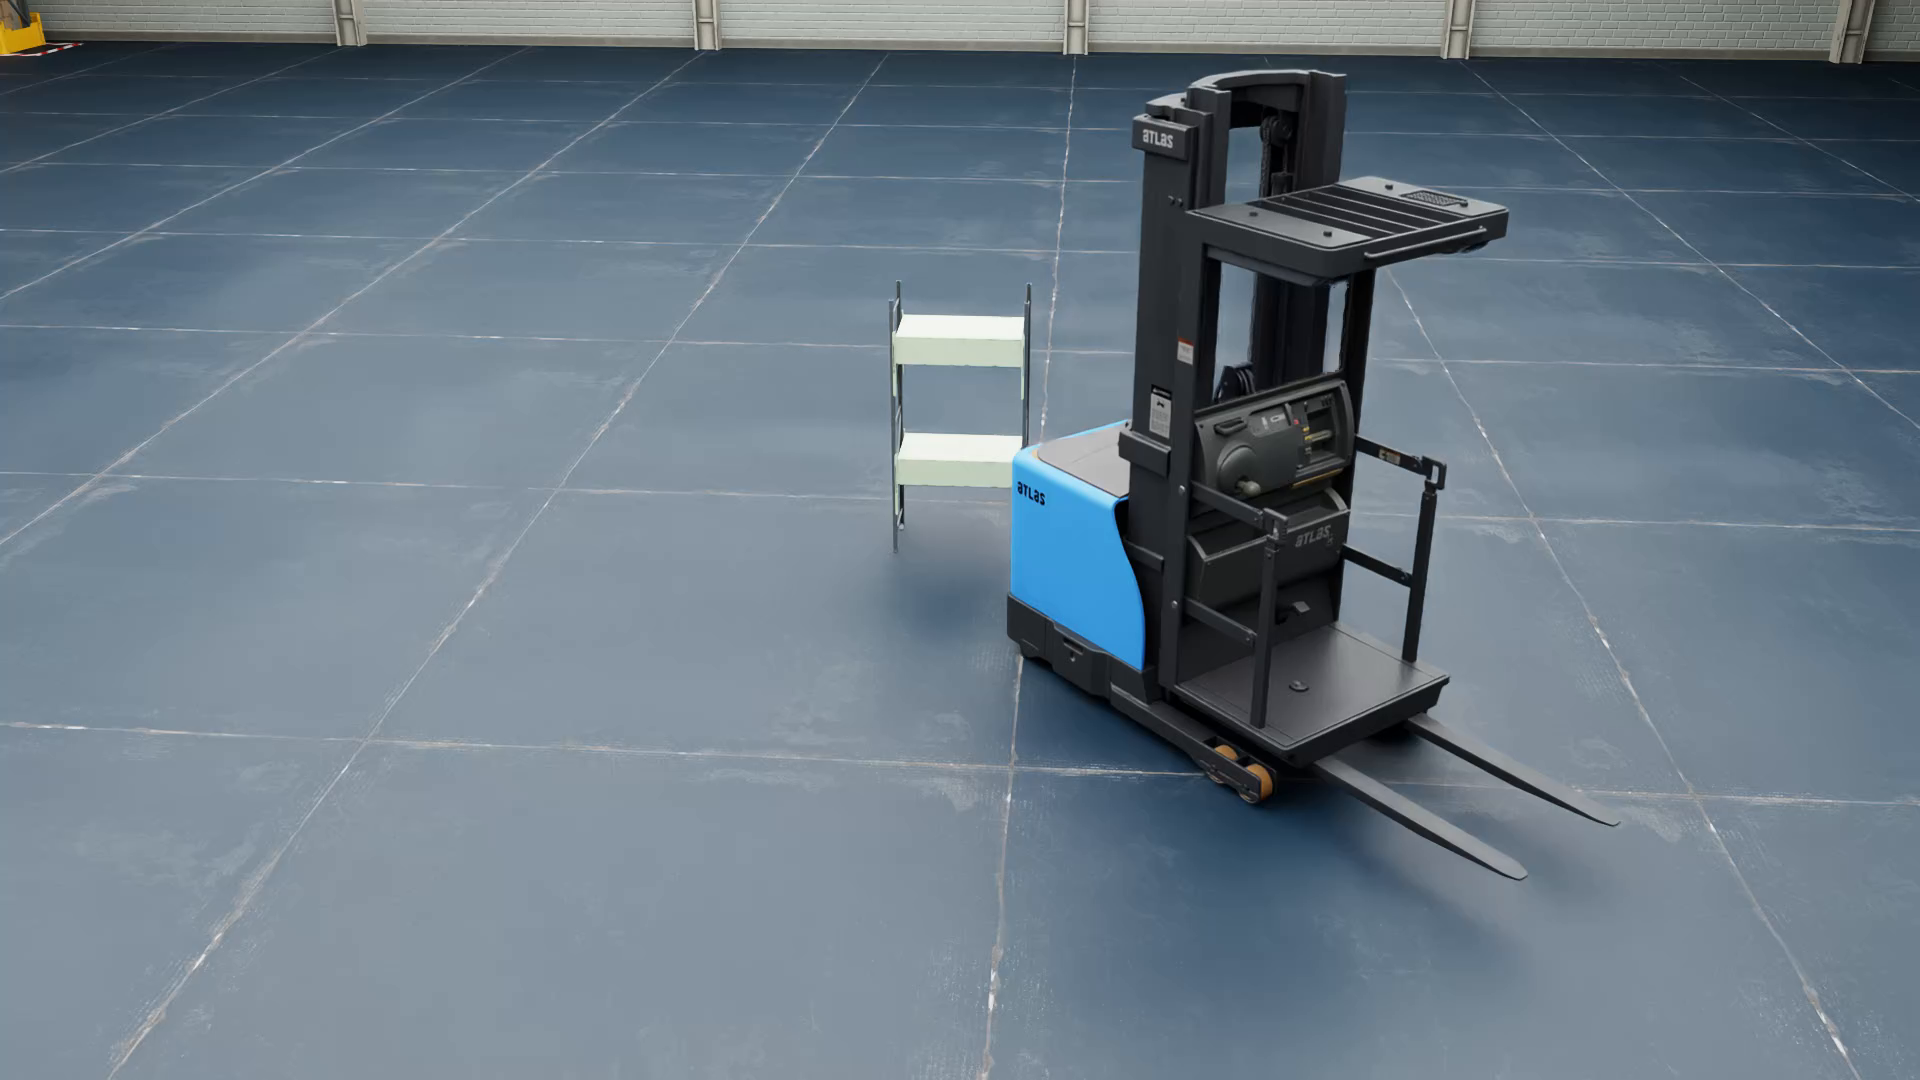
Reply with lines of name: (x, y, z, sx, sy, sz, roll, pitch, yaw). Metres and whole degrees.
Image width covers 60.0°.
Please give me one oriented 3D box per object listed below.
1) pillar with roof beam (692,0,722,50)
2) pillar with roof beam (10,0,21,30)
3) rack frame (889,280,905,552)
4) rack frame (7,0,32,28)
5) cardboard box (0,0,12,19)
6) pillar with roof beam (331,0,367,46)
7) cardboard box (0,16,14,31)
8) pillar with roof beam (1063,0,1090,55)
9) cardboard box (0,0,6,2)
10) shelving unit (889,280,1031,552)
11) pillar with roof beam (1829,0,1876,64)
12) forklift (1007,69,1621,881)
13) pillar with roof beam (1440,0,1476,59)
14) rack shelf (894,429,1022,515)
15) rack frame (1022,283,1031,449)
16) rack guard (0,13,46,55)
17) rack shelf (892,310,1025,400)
pillar with roof beam: (-4.447, -10.343, 21.463, 0.400, 9.000, 9.100, 2, 25, 4)
pillar with roof beam: (-16.412, -10.727, 22.298, 0.400, 9.000, 9.100, 2, 25, 4)
rack frame: (-0.358, -0.693, 9.461, 0.023, 1.500, 0.400, 2, 25, 4)
rack frame: (-15.457, -9.398, 26.586, 0.127, 3.000, 1.000, 2, 25, 4)
cardboard box: (-15.910, -8.669, 27.190, 0.500, 0.250, 0.500, 2, 25, 5)
pillar with roof beam: (-10.429, -10.535, 21.881, 0.400, 9.000, 9.100, 2, 25, 4)
cardboard box: (-15.932, -8.437, 27.285, 0.500, 0.250, 0.500, 2, 25, 4)
pillar with roof beam: (1.536, -10.151, 21.046, 0.400, 9.000, 9.100, 2, 25, 4)
cardboard box: (-15.922, -8.888, 27.069, 0.500, 0.250, 0.500, 1, 25, 3)
shelving unit: (0.007, -0.681, 9.436, 0.755, 1.500, 0.431, 2, 25, 4)
pillar with roof beam: (13.500, -9.767, 20.212, 0.400, 9.000, 9.100, 2, 25, 4)
forklift: (1.518, -0.416, 7.148, 1.130, 2.935, 3.031, -17, 30, -33)
pillar with roof beam: (7.518, -9.959, 20.629, 0.400, 9.000, 9.100, 2, 25, 4)
rack shelf: (0.007, -0.385, 9.572, 0.720, 0.370, 0.431, 2, 25, 4)
rack frame: (0.372, -0.669, 9.411, 0.023, 1.500, 0.400, 2, 25, 4)
rack guard: (-15.433, -8.262, 27.107, 0.348, 0.500, 1.175, 2, 25, 4)
rack shelf: (0.007, -1.036, 9.273, 0.720, 0.370, 0.431, 2, 25, 4)
